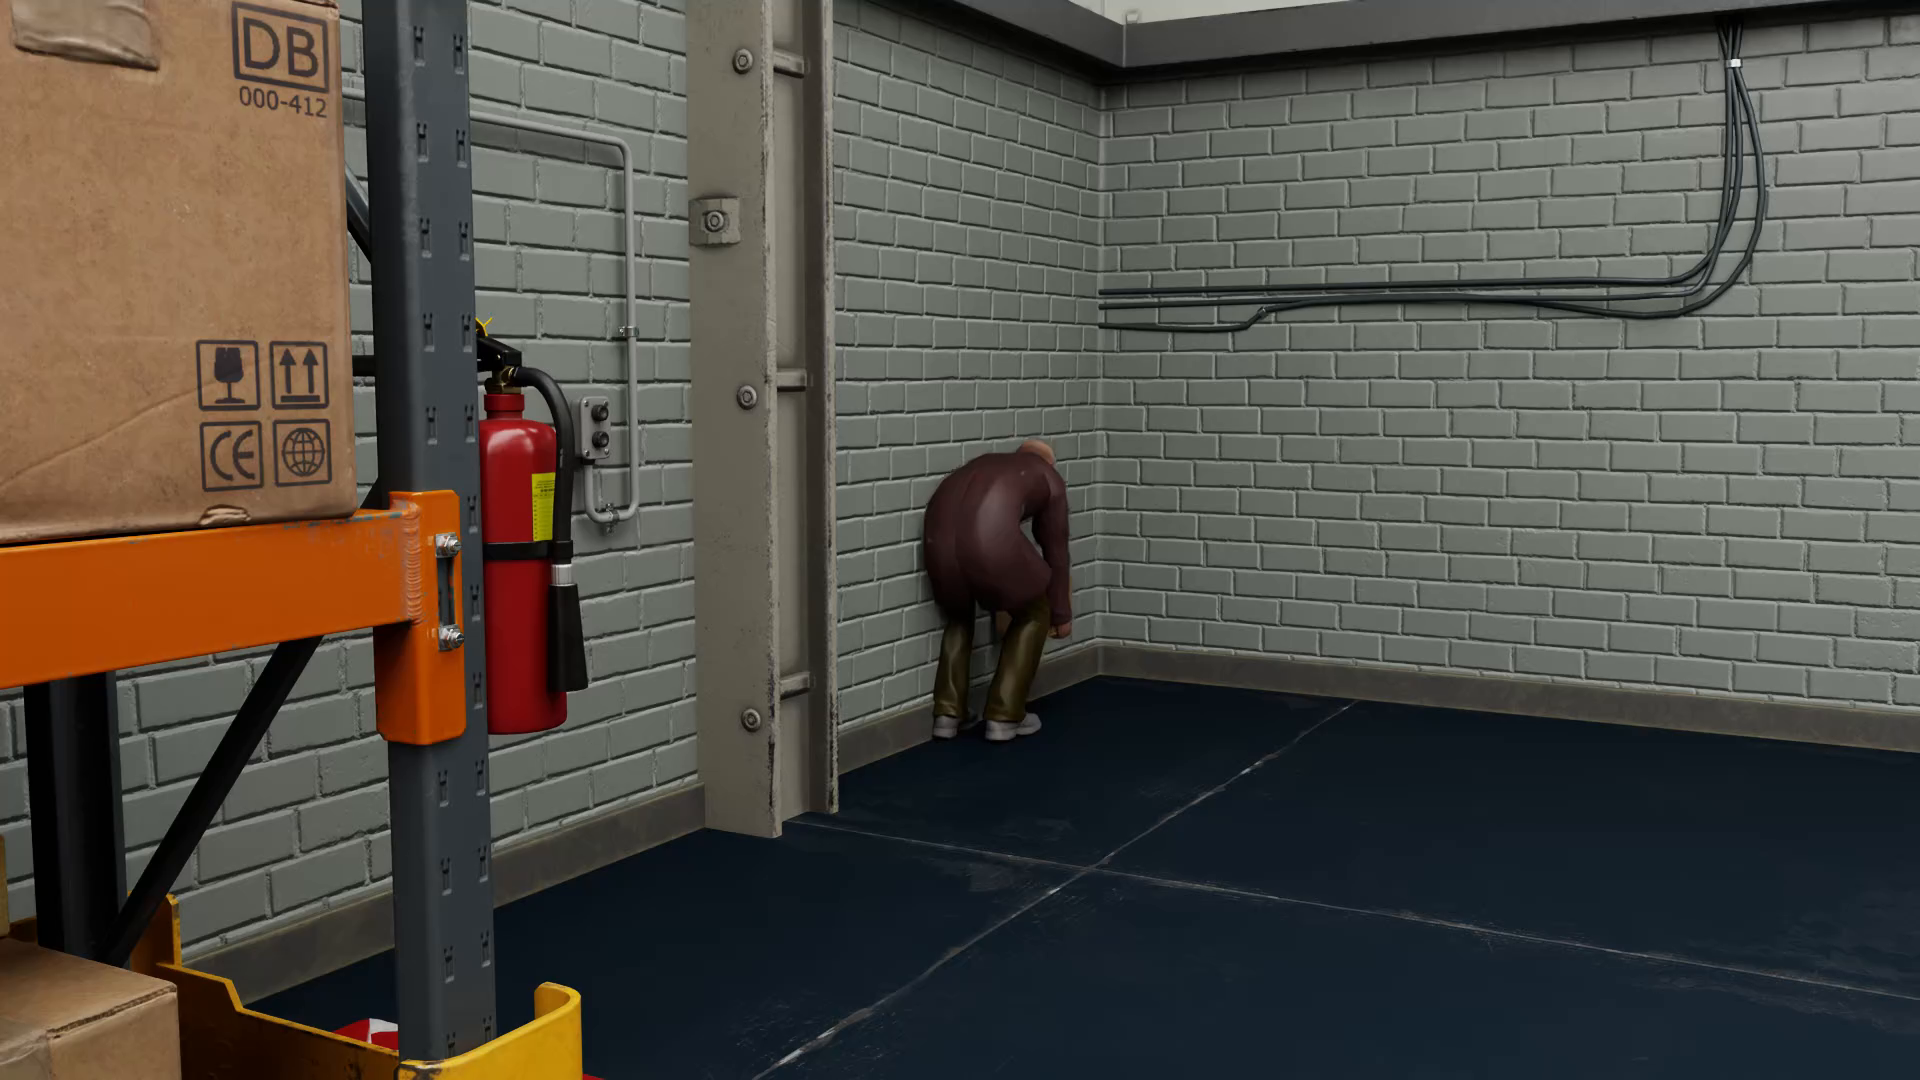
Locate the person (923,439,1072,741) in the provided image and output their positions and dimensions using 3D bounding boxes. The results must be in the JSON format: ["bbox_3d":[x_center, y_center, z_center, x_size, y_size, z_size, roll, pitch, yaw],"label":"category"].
[{"bbox_3d":[0.178,0.196,6.994,0.574,1.200,0.928,3,6,26],"label":"person"}]
